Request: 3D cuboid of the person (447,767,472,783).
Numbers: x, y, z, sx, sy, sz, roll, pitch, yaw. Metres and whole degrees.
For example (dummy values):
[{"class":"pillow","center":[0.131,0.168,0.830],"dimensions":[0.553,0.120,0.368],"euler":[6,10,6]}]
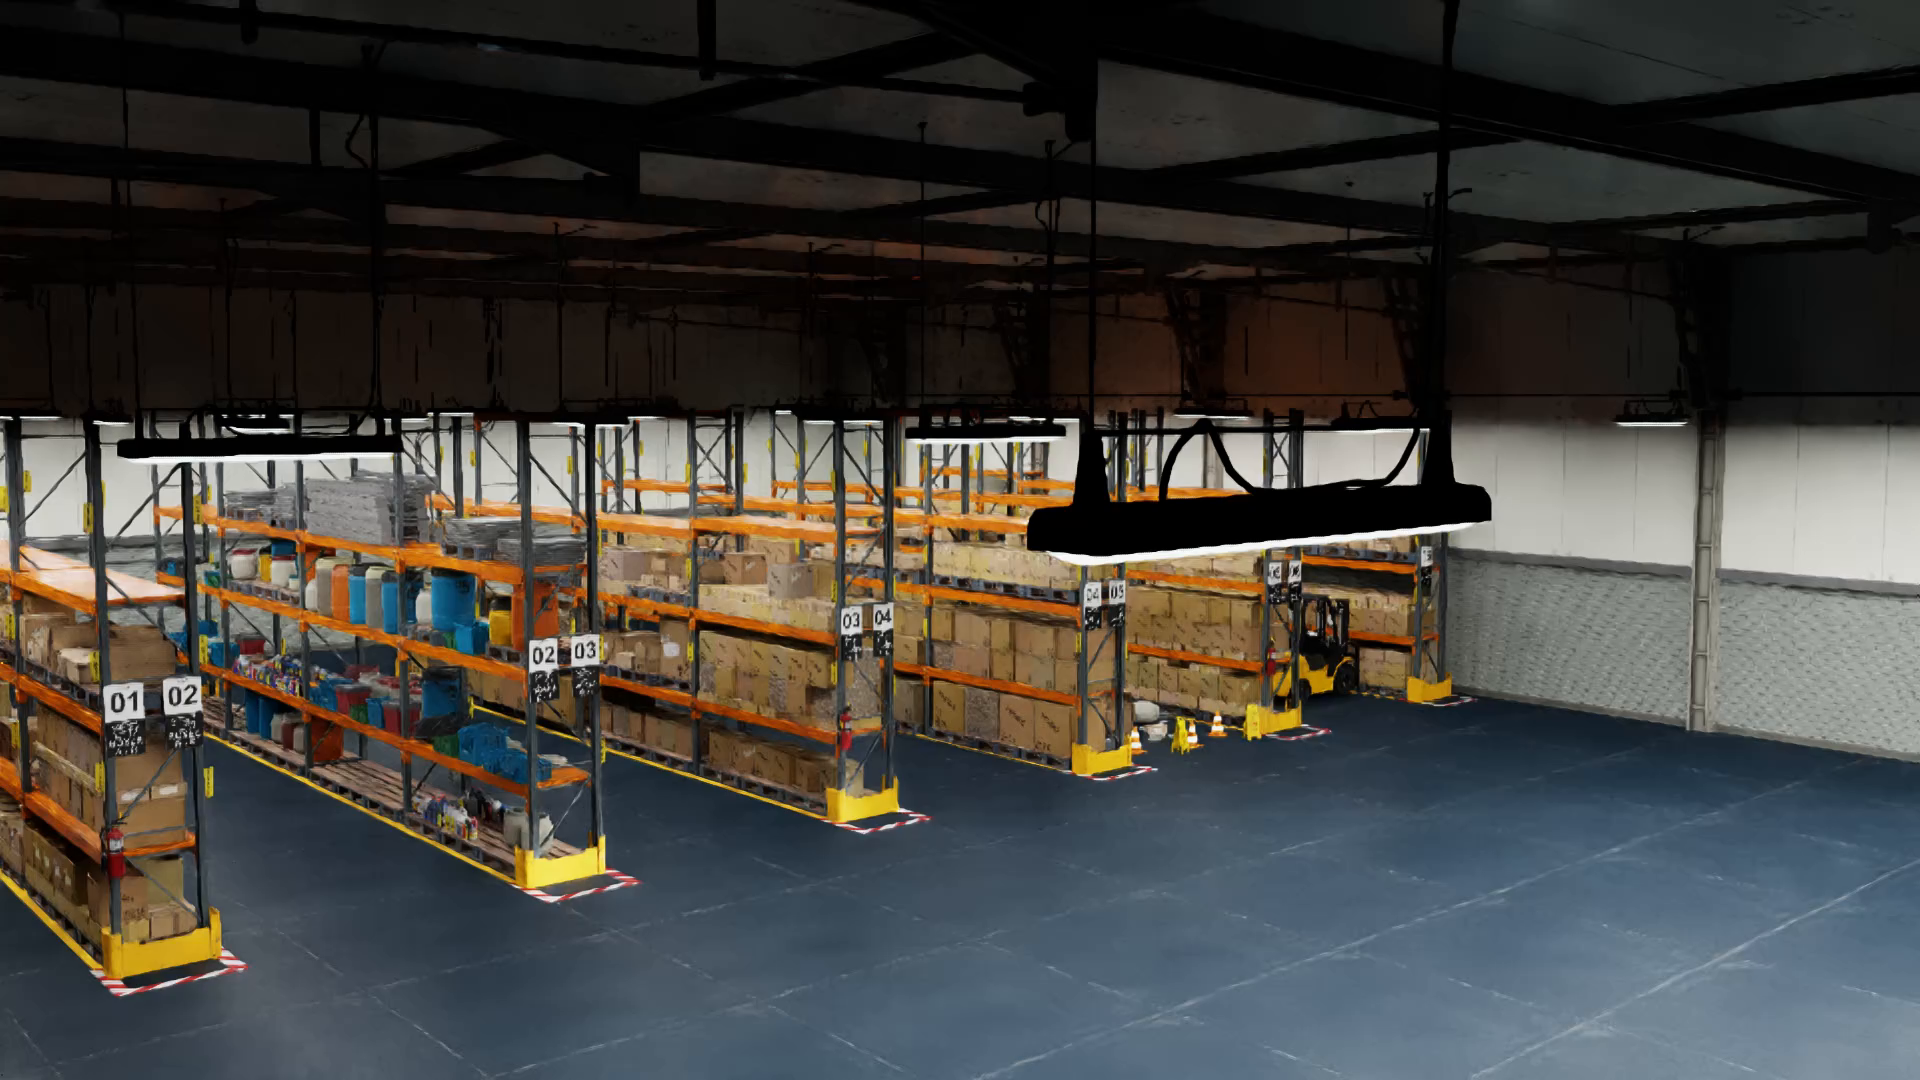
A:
[{"class":"person","center":[-8.190,3.101,27.100],"dimensions":[0.555,1.684,0.434],"euler":[2,6,26]}]
